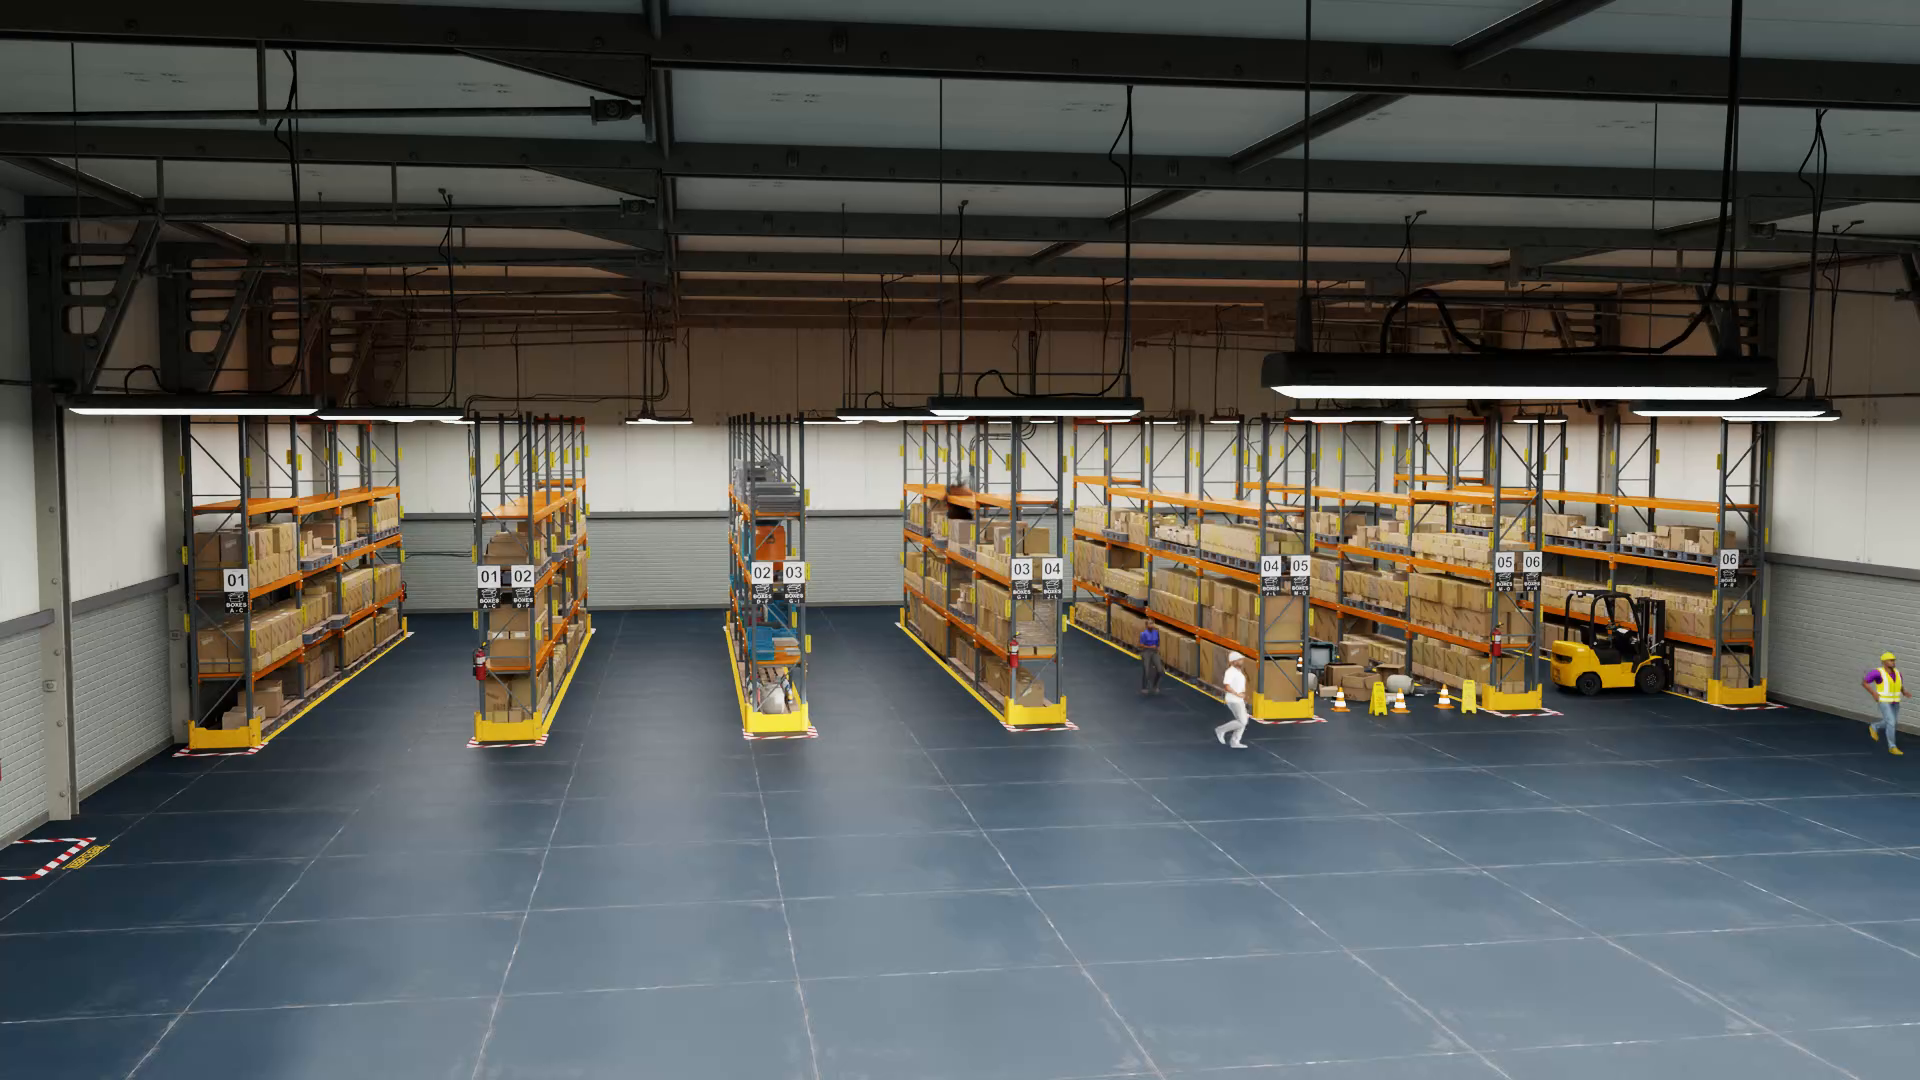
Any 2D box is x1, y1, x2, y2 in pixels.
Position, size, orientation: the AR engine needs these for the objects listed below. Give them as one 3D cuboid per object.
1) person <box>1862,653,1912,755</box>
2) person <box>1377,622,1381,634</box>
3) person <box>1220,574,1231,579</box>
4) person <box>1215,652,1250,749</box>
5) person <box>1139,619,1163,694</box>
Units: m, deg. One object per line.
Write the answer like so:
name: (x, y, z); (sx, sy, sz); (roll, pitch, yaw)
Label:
person: (16.347, 2.862, 29.364); (0.700, 1.761, 0.872); (-1, 4, -13)
person: (11.393, 1.752, 45.630); (0.654, 1.744, 0.532); (-1, 4, -16)
person: (8.075, 1.493, 50.700); (0.523, 1.585, 0.701); (0, 4, 7)
person: (4.859, 2.848, 29.597); (0.597, 1.722, 0.689); (1, 4, 19)
person: (4.093, 2.496, 35.423); (0.569, 1.616, 0.655); (-1, 4, -18)
